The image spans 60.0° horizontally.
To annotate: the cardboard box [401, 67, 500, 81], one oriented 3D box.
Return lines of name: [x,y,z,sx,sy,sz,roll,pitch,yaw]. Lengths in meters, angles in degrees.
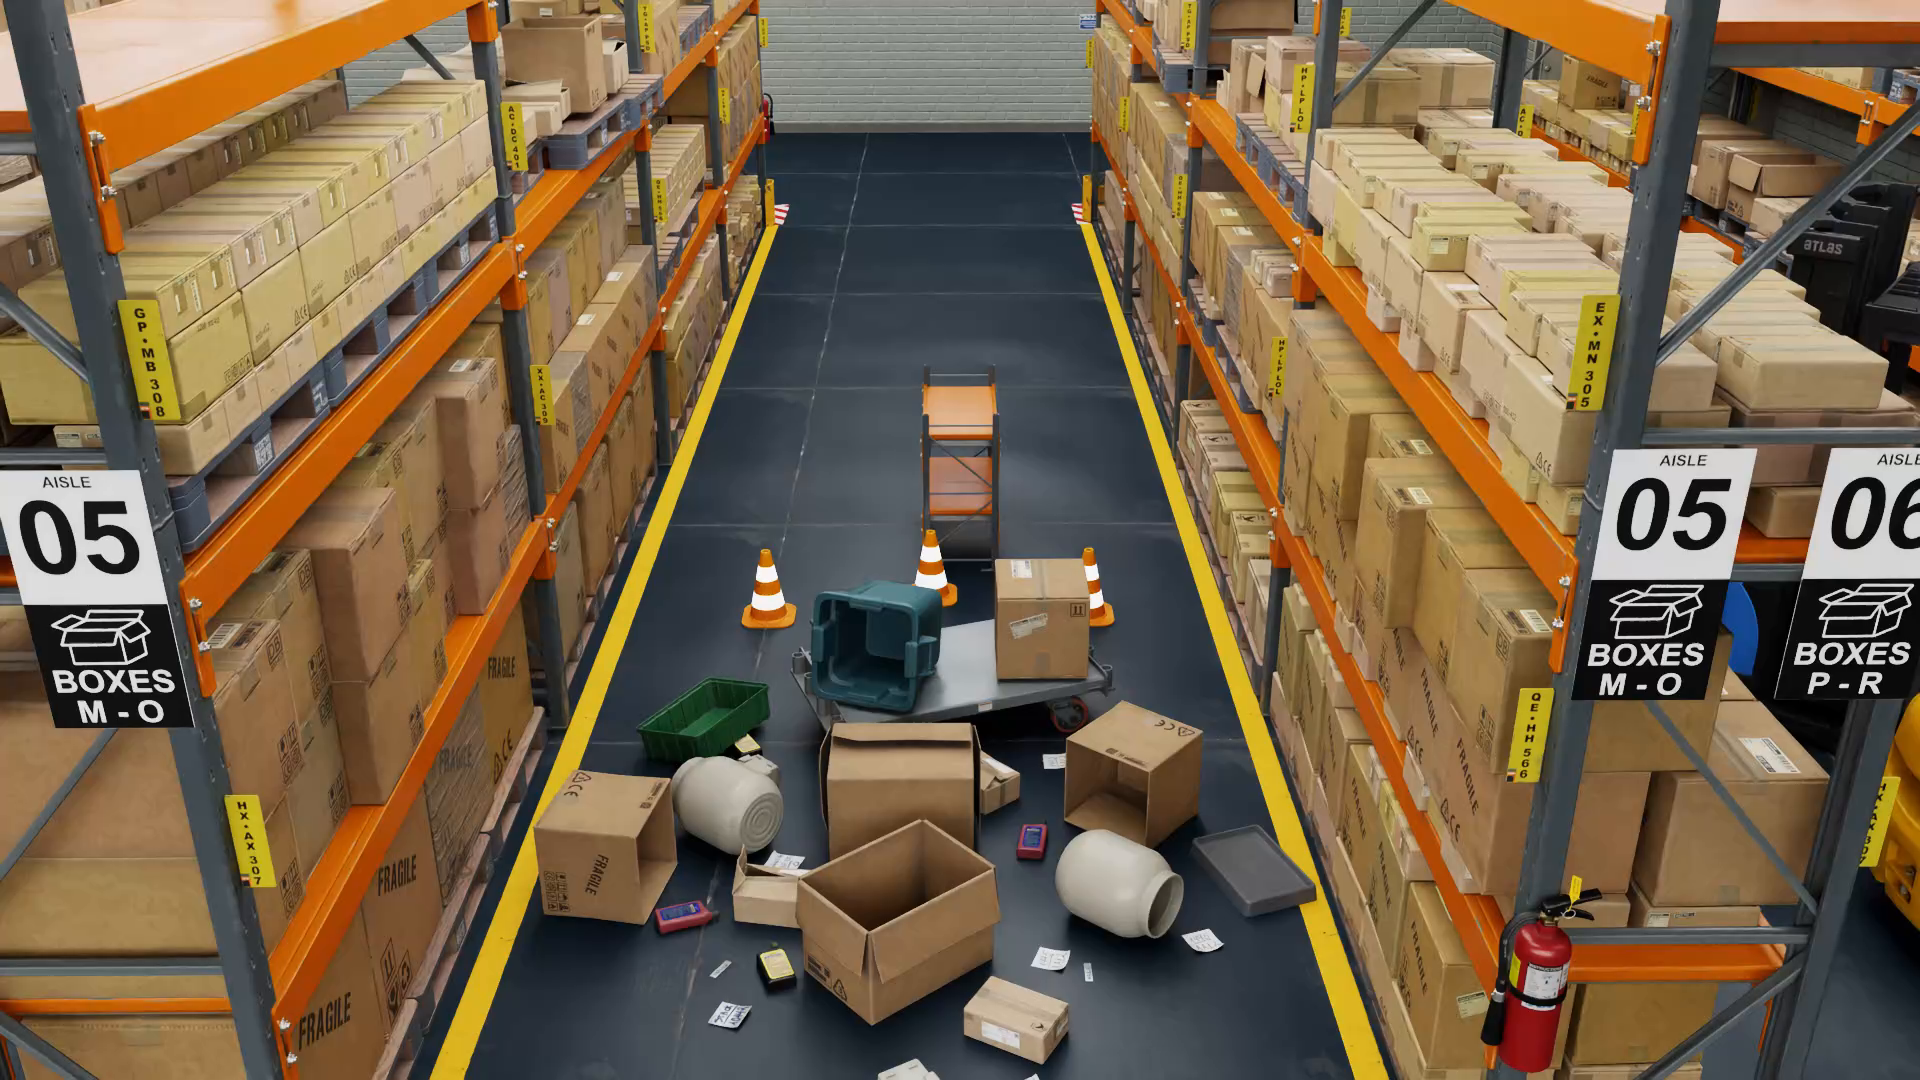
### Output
cardboard box: [-2.958,-2.600,9.697,0.500,0.311,0.500,-1,24,-2]

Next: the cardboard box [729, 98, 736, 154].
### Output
cardboard box: [-2.572,-4.203,16.920,0.500,0.500,0.500,0,24,-1]

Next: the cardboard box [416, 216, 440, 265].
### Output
cardboard box: [-2.384,-1.238,6.882,0.380,0.149,0.250,0,24,0]

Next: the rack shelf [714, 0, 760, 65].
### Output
rack shelf: [-2.828,-5.476,17.450,1.077,0.370,4.000,0,24,-1]

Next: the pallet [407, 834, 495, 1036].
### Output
pallet: [-2.772,1.772,7.576,1.003,0.211,1.213,0,24,-1]

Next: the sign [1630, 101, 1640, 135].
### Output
sign: [6.564,-4.089,16.101,0.100,0.325,0.005,0,24,-1]

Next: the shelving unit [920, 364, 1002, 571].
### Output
shelving unit: [0.000,-0.515,11.524,0.538,1.125,1.048,0,24,-1]

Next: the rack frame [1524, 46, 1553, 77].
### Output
rack frame: [7.062,-5.349,19.936,1.000,3.000,0.127,0,24,-1]

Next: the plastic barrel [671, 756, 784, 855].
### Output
plastic barrel: [-1.172,1.318,8.322,0.512,0.421,0.421,19,30,35]

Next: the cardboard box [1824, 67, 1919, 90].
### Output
cardboard box: [6.901,-3.561,12.525,0.500,0.250,0.500,-1,24,-2]

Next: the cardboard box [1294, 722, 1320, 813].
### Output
cardboard box: [1.984,1.146,8.404,0.500,0.250,0.500,1,24,2]

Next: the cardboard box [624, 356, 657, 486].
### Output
cardboard box: [-2.846,-0.879,12.275,1.050,0.750,0.750,-1,24,-1]

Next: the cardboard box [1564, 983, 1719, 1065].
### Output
cardboard box: [2.541,1.645,6.391,0.500,0.500,0.500,-1,24,-2]

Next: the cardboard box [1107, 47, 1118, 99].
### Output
cardboard box: [1.852,-4.996,17.822,0.500,0.500,0.500,0,24,0]

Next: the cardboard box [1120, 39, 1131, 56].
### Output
cardboard box: [1.870,-5.126,17.321,0.380,0.149,0.250,-1,24,-2]

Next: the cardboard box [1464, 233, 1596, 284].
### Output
cardboard box: [2.066,-1.010,6.041,0.380,0.149,0.250,-1,24,-2]

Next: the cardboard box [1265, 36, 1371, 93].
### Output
cardboard box: [2.063,-2.756,9.630,0.500,0.250,0.500,0,24,0]

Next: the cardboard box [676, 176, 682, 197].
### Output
cardboard box: [-2.589,-3.019,14.219,0.380,0.149,0.250,1,24,1]

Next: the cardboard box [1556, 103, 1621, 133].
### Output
cardboard box: [6.839,-4.600,18.103,0.500,0.250,0.500,-1,24,-2]

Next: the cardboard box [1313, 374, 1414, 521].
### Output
cardboard box: [1.980,-0.417,7.336,0.700,0.500,0.500,-1,24,-2]

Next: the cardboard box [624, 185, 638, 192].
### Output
cardboard box: [-2.577,-2.715,13.187,0.380,0.149,0.250,0,24,-1]

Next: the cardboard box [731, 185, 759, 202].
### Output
cardboard box: [-2.515,-3.997,19.176,0.380,0.149,0.250,-1,24,-2]

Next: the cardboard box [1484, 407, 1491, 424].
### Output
cardboard box: [2.050,-0.446,5.762,0.380,0.149,0.250,0,24,0]

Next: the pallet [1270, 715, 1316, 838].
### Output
pallet: [2.273,1.167,8.913,1.003,0.211,1.213,0,24,-1]

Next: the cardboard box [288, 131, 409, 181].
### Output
cardboard box: [-2.383,-1.499,6.491,0.380,0.149,0.250,-1,24,-1]

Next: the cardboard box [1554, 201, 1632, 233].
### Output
cardboard box: [2.564,-1.228,6.521,0.380,0.149,0.250,0,24,0]

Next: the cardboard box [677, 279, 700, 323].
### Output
cardboard box: [-2.526,-2.057,14.271,0.500,0.250,0.500,0,24,0]

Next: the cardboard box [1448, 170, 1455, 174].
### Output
cardboard box: [2.504,-1.633,7.901,0.500,0.250,0.500,0,24,-1]

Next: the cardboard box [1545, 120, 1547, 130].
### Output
cardboard box: [6.828,-4.671,18.742,0.380,0.149,0.250,0,24,0]

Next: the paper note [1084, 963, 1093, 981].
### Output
paper note: [0.575,1.937,7.454,0.032,0.001,0.123,0,24,-1]

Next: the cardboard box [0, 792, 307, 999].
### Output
cardboard box: [-2.724,1.111,5.471,0.875,0.550,0.550,0,24,-1]

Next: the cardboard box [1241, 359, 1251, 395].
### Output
cardboard box: [1.918,-0.987,10.089,0.380,0.149,0.250,0,24,0]

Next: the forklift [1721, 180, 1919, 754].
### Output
forklift: [5.101,-0.338,8.941,3.031,2.935,1.130,18,30,34]

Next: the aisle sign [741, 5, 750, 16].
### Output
aisle sign: [-2.550,-6.477,19.276,0.394,0.787,0.004,0,24,-1]

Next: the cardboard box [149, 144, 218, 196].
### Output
cardboard box: [-3.038,-1.390,6.250,0.380,0.149,0.250,0,24,-1]

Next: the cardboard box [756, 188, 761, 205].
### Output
cardboard box: [-2.558,-4.073,19.704,0.380,0.149,0.250,-1,24,-2]

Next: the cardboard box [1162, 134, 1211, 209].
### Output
cardboard box: [1.905,-2.953,13.304,0.500,0.500,0.500,0,24,0]

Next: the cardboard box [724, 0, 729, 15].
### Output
cardboard box: [-2.562,-5.309,16.391,0.500,0.250,0.500,-1,24,-1]

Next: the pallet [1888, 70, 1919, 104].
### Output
pallet: [7.246,-3.054,11.451,1.213,0.211,1.003,1,24,2]

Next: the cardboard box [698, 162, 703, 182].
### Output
cardboard box: [-2.600,-3.420,15.466,0.380,0.149,0.250,0,24,0]

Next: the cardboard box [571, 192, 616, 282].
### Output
cardboard box: [-2.760,-2.072,11.357,0.700,0.500,0.500,-1,24,-1]

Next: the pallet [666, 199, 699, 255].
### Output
pallet: [-2.825,-2.692,14.296,1.003,0.211,1.213,0,24,-1]

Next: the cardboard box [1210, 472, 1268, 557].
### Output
cardboard box: [2.201,-0.173,11.171,0.950,0.372,0.625,1,24,1]

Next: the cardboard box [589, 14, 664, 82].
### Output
cardboard box: [-2.502,-3.613,12.337,0.500,0.500,0.500,0,24,-1]

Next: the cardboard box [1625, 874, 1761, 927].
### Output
cardboard box: [2.477,1.242,5.669,0.380,0.149,0.250,0,24,0]

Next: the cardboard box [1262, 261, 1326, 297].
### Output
cardboard box: [1.979,-1.521,9.694,0.380,0.149,0.250,-1,24,-2]

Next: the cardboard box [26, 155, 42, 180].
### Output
cardboard box: [-7.719,-3.056,13.529,0.797,0.503,0.637,0,24,1]

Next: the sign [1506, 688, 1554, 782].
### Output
sign: [1.718,0.591,5.015,0.100,0.325,0.005,0,24,-1]

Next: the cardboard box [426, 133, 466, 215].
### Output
cardboard box: [-2.451,-1.577,7.147,0.500,0.250,0.500,0,24,-1]

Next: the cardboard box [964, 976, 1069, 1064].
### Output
cardboard box: [0.239,2.036,7.067,0.380,0.149,0.250,13,27,27]

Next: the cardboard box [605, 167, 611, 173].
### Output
cardboard box: [-3.246,-3.263,14.399,0.380,0.149,0.250,1,24,1]

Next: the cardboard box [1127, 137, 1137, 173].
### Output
cardboard box: [1.866,-3.653,15.763,0.500,0.250,0.500,-1,24,-2]

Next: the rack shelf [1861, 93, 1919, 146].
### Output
rack shelf: [7.172,-2.267,10.355,1.077,0.370,4.000,0,24,-1]

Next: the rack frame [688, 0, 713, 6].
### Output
rack frame: [-2.806,-6.346,14.861,1.000,3.000,0.127,0,24,-1]

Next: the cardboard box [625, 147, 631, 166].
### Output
cardboard box: [-3.257,-3.554,15.402,0.380,0.149,0.250,-1,24,-2]
